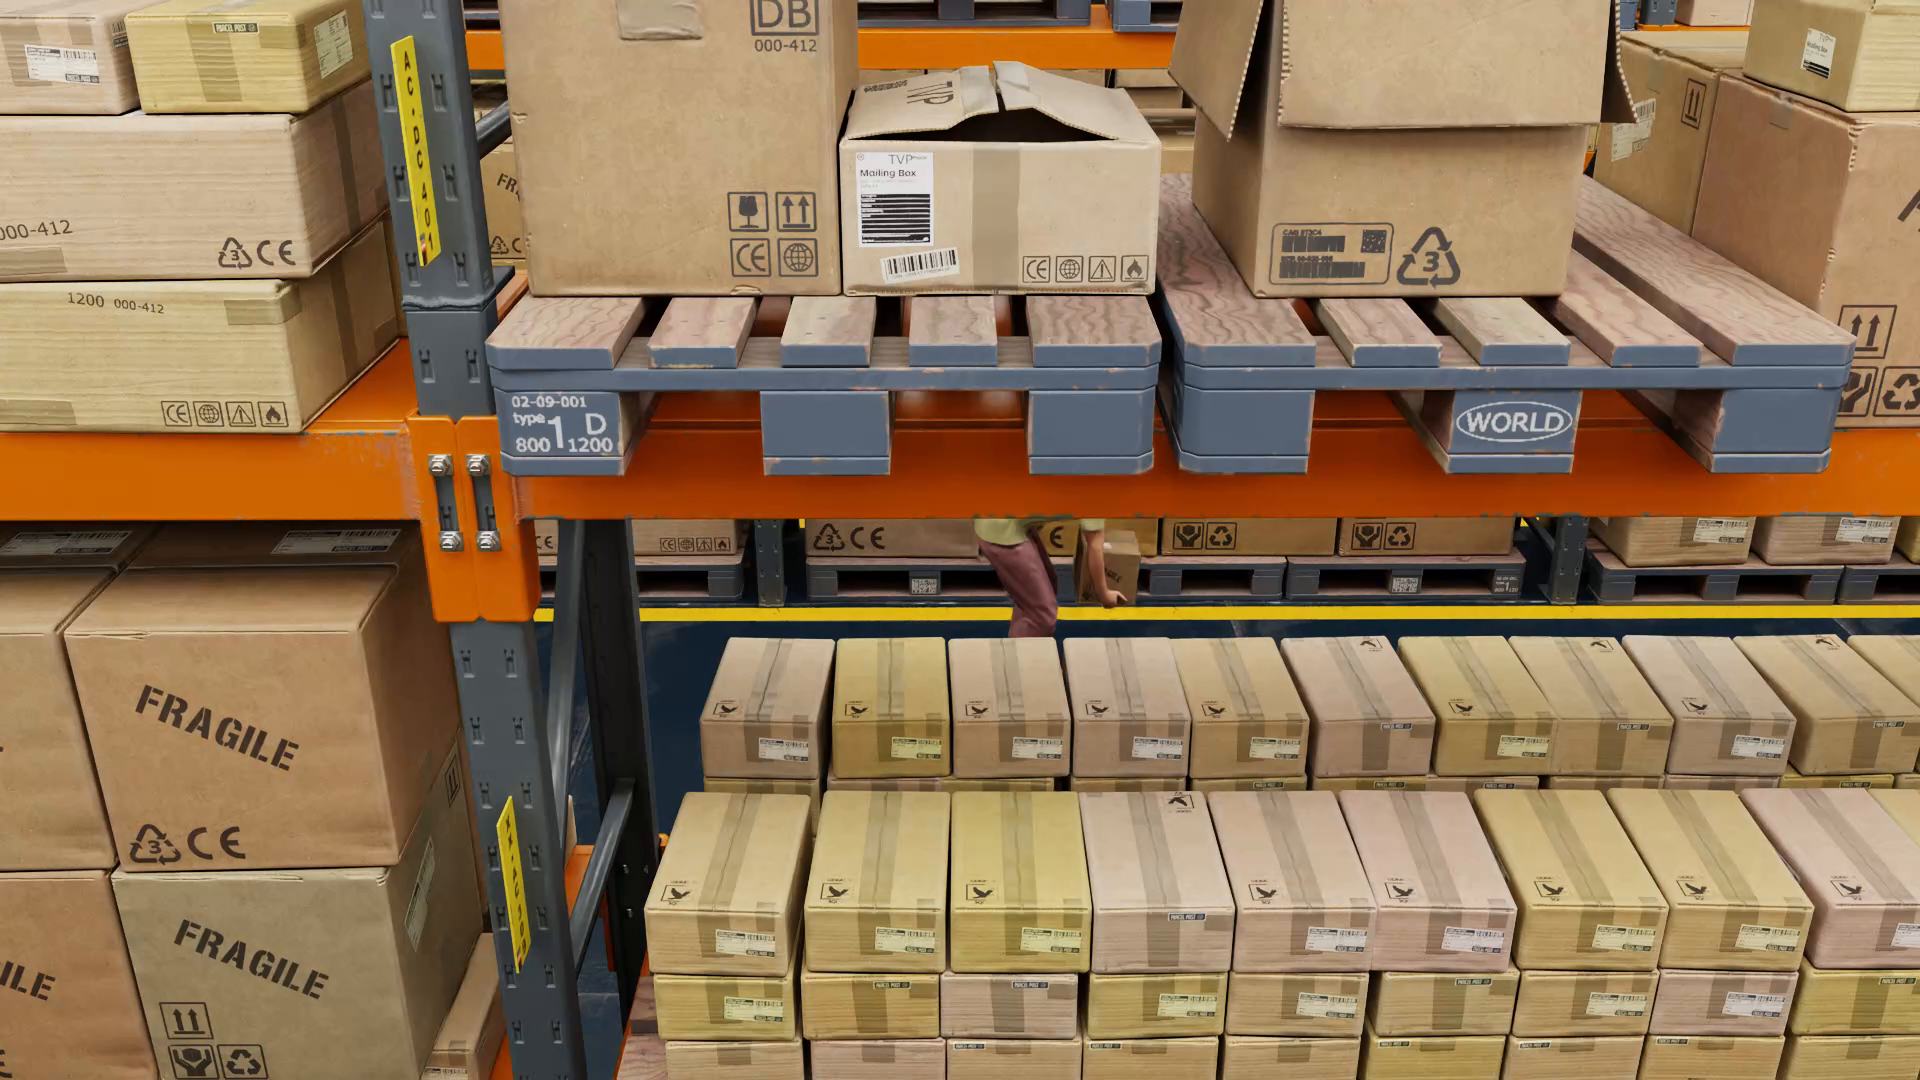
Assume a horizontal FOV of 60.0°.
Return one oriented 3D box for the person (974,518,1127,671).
[{"bbox_3d":[0.463,0.099,7.335,0.806,1.309,0.420,-1,24,-2],"label":"person"}]
